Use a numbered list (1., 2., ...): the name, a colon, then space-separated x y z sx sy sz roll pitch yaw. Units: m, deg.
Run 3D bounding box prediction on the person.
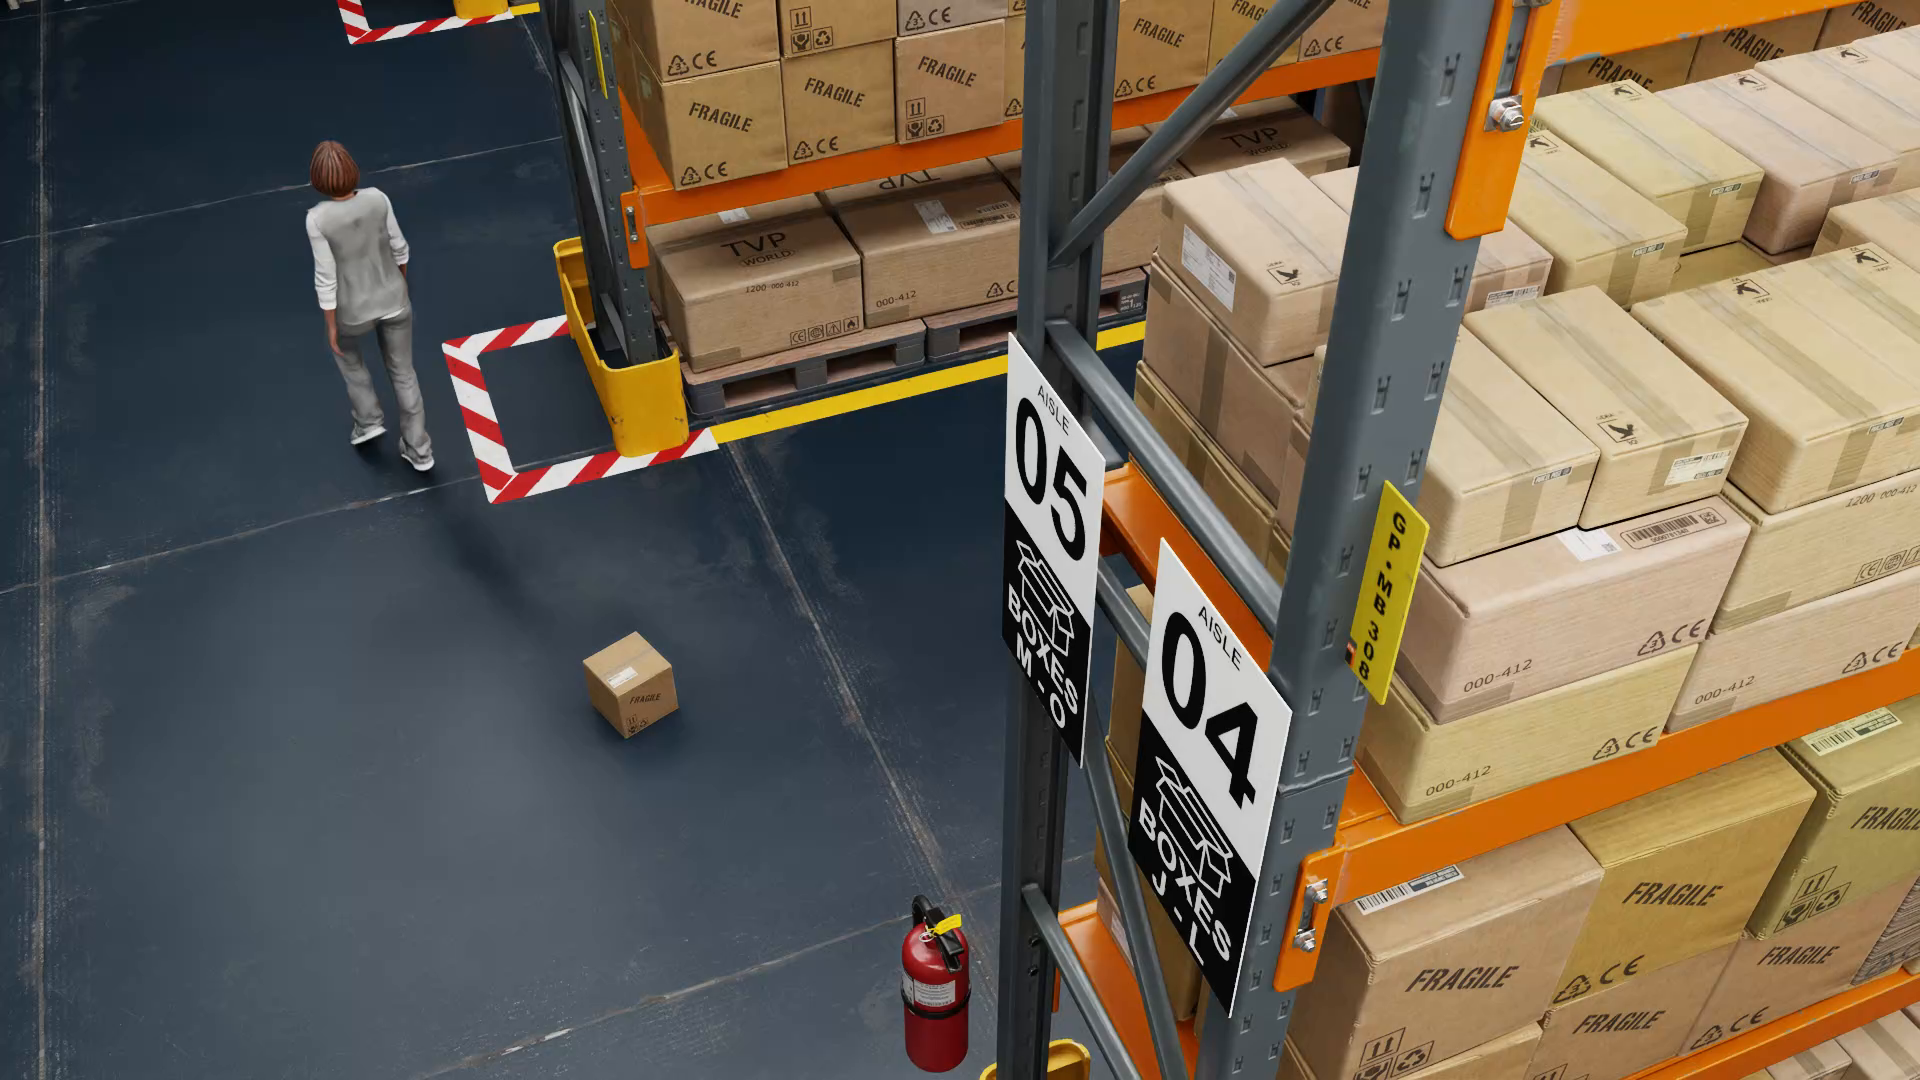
1. person: -2.578 -0.995 7.289 0.452 1.602 0.550 -26 48 -25
